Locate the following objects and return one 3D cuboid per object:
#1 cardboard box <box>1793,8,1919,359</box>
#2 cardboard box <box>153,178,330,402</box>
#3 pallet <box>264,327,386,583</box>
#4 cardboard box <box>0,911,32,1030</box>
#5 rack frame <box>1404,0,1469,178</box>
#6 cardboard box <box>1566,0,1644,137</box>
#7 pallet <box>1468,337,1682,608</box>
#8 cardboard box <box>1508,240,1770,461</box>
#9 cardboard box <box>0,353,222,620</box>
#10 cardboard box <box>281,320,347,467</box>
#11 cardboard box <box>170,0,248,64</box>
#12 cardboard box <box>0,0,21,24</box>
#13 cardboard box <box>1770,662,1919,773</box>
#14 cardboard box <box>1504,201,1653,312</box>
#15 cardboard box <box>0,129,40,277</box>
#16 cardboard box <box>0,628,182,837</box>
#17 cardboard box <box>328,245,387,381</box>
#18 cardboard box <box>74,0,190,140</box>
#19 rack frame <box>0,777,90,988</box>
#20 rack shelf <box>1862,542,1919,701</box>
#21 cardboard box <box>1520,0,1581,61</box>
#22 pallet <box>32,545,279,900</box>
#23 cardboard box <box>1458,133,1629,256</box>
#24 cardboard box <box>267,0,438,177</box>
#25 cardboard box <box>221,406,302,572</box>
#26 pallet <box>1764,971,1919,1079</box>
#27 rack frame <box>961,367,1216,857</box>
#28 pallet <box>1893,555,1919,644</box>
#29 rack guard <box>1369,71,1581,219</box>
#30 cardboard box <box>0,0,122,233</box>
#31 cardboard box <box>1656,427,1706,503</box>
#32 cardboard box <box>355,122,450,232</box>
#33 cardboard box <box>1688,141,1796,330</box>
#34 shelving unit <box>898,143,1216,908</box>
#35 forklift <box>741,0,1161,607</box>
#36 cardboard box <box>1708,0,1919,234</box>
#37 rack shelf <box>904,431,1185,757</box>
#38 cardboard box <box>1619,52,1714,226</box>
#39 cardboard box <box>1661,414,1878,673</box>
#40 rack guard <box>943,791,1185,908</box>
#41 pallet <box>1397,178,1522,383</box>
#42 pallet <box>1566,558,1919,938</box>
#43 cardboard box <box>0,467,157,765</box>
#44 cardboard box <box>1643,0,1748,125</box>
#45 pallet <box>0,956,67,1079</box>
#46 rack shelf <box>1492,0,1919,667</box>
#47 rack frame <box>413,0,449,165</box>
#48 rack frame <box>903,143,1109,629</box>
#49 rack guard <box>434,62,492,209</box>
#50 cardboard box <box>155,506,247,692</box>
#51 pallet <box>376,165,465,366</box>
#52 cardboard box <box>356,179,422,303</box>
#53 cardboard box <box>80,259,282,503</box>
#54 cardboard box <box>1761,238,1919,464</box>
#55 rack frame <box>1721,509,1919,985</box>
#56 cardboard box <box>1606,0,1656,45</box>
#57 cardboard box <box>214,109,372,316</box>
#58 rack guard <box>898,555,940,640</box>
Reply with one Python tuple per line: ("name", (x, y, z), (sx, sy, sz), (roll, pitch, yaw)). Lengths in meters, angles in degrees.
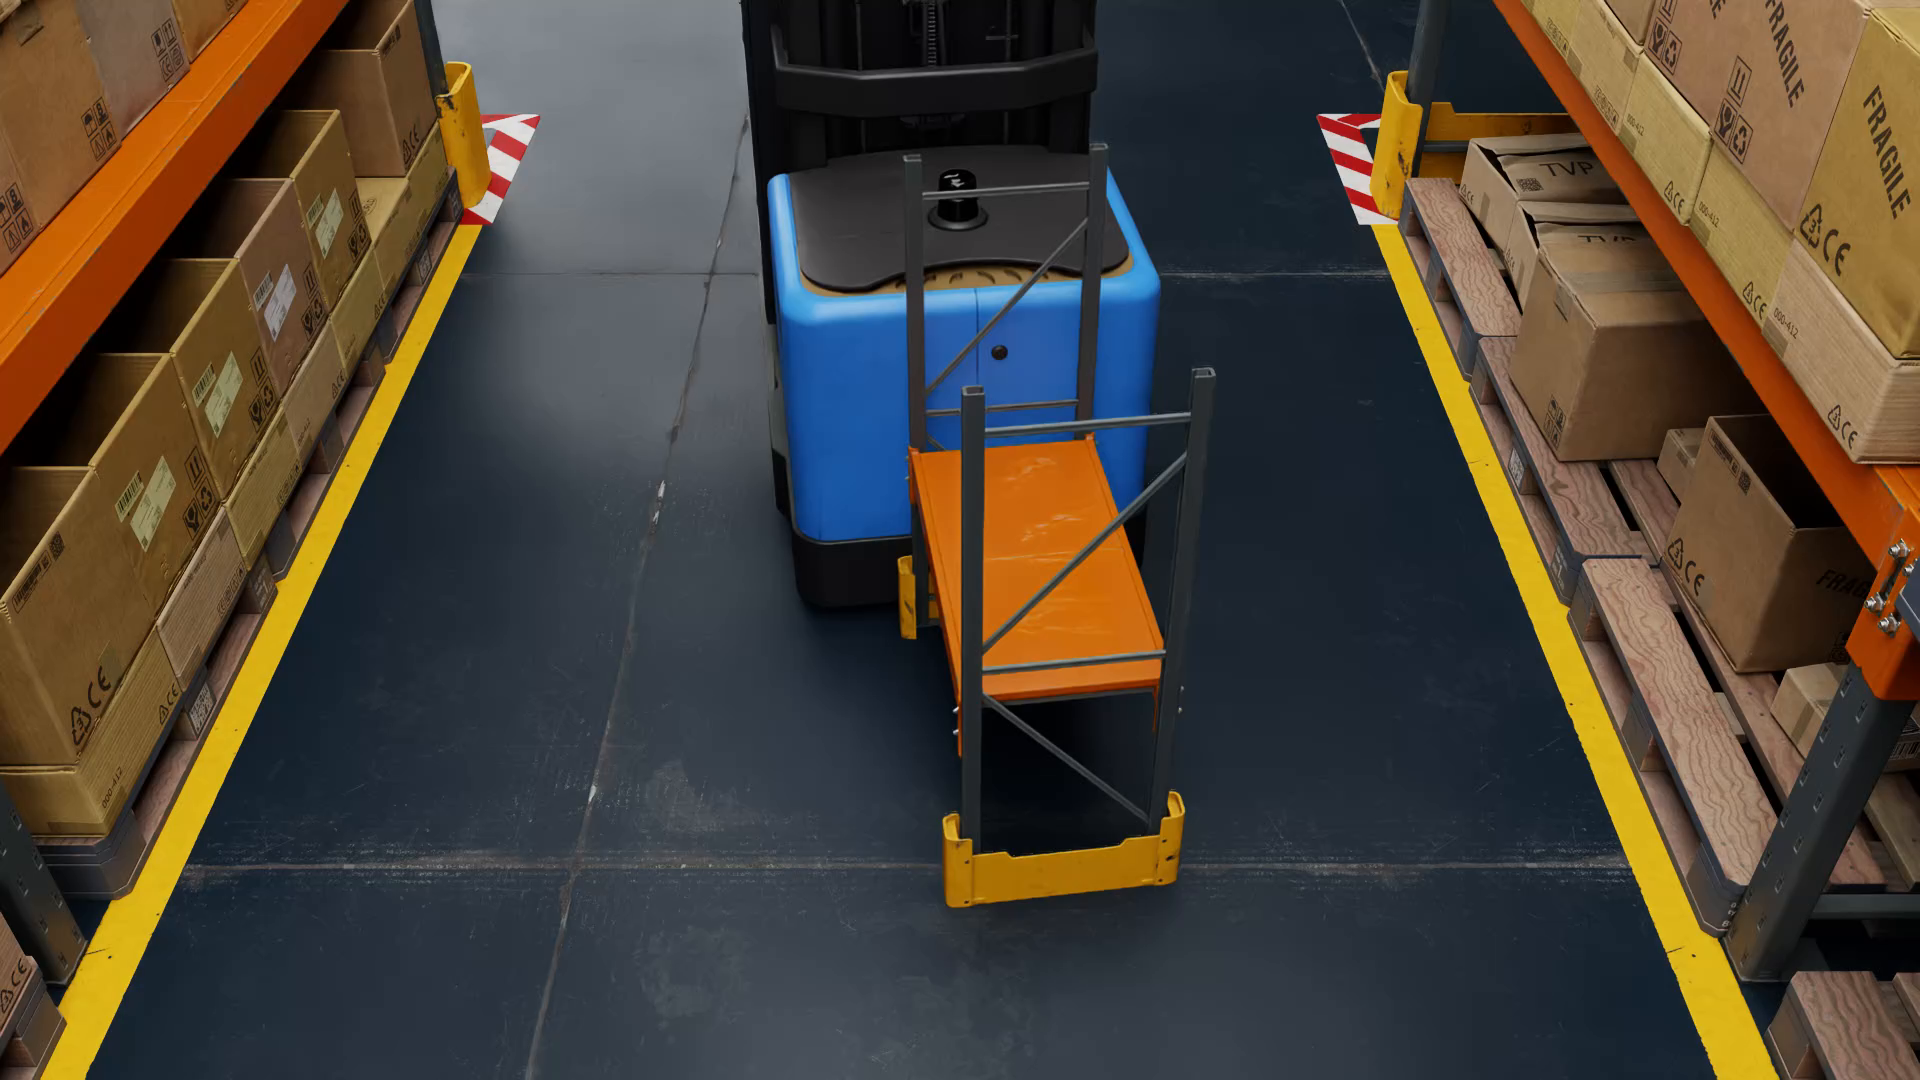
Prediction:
("cardboard box", (2.036, -0.695, 3.222), (0.500, 0.500, 0.500), (0, 39, 0))
("cardboard box", (-2.299, -0.763, 5.067), (0.500, 0.500, 0.500), (0, 39, 0))
("pallet", (-2.571, -0.325, 5.487), (1.003, 0.211, 1.213), (0, 39, 0))
("cardboard box", (-2.318, 1.017, 3.445), (0.500, 0.250, 0.500), (0, 39, 0))
("rack frame", (2.341, -2.659, 6.169), (1.000, 3.000, 0.127), (0, 39, 0))
("cardboard box", (2.032, -1.343, 4.631), (0.500, 0.250, 0.500), (0, 39, 0))
("pallet", (2.305, -0.254, 5.398), (1.003, 0.211, 1.213), (0, 39, 0))
("cardboard box", (2.203, -0.607, 5.256), (0.700, 0.500, 0.500), (-2, 39, -3))
("cardboard box", (-2.304, -0.138, 4.287), (0.500, 0.500, 0.500), (0, 39, 0))
("cardboard box", (-2.303, -0.470, 5.301), (0.500, 0.250, 0.500), (0, 39, 0))
("cardboard box", (-2.625, -1.761, 4.969), (0.700, 0.500, 0.500), (0, 39, 0))
("cardboard box", (-2.417, -1.251, 3.813), (0.380, 0.149, 0.250), (-1, 39, -2))
("cardboard box", (2.315, 0.442, 4.213), (0.380, 0.166, 0.250), (-5, 39, -6))
("cardboard box", (2.253, -0.992, 5.887), (0.500, 0.311, 0.500), (3, 39, 4))
("cardboard box", (-2.622, -0.798, 3.767), (0.700, 0.500, 0.500), (0, 39, -1))
("cardboard box", (-2.305, 0.468, 4.131), (0.500, 0.250, 0.500), (0, 39, 0))
("cardboard box", (-2.302, -0.783, 5.692), (0.500, 0.250, 0.500), (0, 39, 0))
("cardboard box", (-2.620, -1.432, 4.558), (0.700, 0.500, 0.500), (1, 39, 1))
("rack frame", (-2.608, -0.151, 3.040), (1.000, 3.000, 0.127), (0, 39, 0))
("rack shelf", (2.348, 1.374, 1.712), (1.077, 0.370, 4.000), (0, 39, 0))
("cardboard box", (2.034, -1.659, 5.026), (0.500, 0.250, 0.500), (-1, 39, -1))
("pallet", (-2.567, 0.439, 4.533), (1.003, 0.211, 1.213), (0, 39, 0))
("cardboard box", (2.252, -1.348, 6.332), (0.500, 0.311, 0.500), (-4, 39, -5))
("cardboard box", (-2.314, -1.701, 6.237), (0.500, 0.500, 0.500), (0, 39, 0))
("cardboard box", (-2.296, -0.158, 4.911), (0.500, 0.250, 0.500), (0, 39, 0))
("pallet", (2.348, 1.418, 3.312), (1.003, 0.211, 1.213), (0, 39, 0))
("rack frame", (0.252, 0.276, 3.706), (0.500, 1.500, 0.032), (-5, 39, -6))
("pallet", (2.201, 0.396, 2.511), (1.003, 0.211, 1.213), (0, 39, 0))
("rack guard", (2.341, -1.636, 6.891), (1.175, 0.500, 0.348), (0, 39, 0))
("cardboard box", (-2.619, -1.111, 4.158), (0.700, 0.500, 0.500), (1, 39, 1))
("cardboard box", (2.364, -0.217, 5.050), (0.380, 0.149, 0.250), (-3, 39, -4))
("cardboard box", (-2.316, -1.409, 6.472), (0.500, 0.250, 0.500), (0, 39, 0))
("cardboard box", (2.050, -0.714, 3.846), (0.500, 0.250, 0.500), (0, 39, 0))
("shelving unit", (0.183, -0.033, 4.092), (0.587, 1.500, 1.083), (-5, 39, -6))
("forklift", (-0.160, -1.864, 5.232), (1.130, 2.935, 3.031), (-5, 39, -6))
("cardboard box", (2.030, -1.007, 3.612), (0.500, 0.500, 0.500), (0, 39, 0))
("rack shelf", (0.182, 0.102, 4.211), (0.538, 0.185, 1.000), (-5, 39, -6))
("cardboard box", (2.034, -1.029, 4.239), (0.500, 0.250, 0.500), (0, 39, 0))
("cardboard box", (2.305, -0.003, 4.502), (0.500, 0.500, 0.500), (-3, 39, -3))
("rack guard", (0.252, 0.763, 4.098), (0.587, 0.250, 0.087), (-5, 39, -6))
("pallet", (2.307, -1.015, 6.348), (1.003, 0.211, 1.213), (0, 39, 0))
("pallet", (2.310, 0.511, 4.444), (1.003, 0.211, 1.213), (0, 39, 0))
("cardboard box", (-2.295, 0.175, 3.896), (0.500, 0.500, 0.500), (0, 39, 0))
("cardboard box", (2.040, -1.322, 4.005), (0.500, 0.500, 0.500), (-1, 39, -1))
("pallet", (-2.568, 1.397, 3.337), (1.003, 0.211, 1.213), (0, 39, 0))
("rack shelf", (2.343, -1.127, 4.833), (1.077, 0.370, 4.000), (0, 39, 0))
("rack frame", (-2.613, -2.653, 6.162), (1.000, 3.000, 0.127), (0, 39, 0))
("rack frame", (0.112, -0.353, 4.492), (0.500, 1.500, 0.032), (-5, 39, -6))
("rack guard", (-2.613, -1.692, 6.962), (1.175, 0.500, 0.348), (0, 39, 0))
("cardboard box", (-2.301, 0.155, 4.521), (0.500, 0.250, 0.500), (0, 39, 0))
("pallet", (-2.570, -1.086, 6.437), (1.003, 0.211, 1.213), (0, 39, 0))
("cardboard box", (-2.304, -1.096, 6.082), (0.500, 0.250, 0.500), (0, 39, 0))
("cardboard box", (-2.297, -0.450, 4.677), (0.500, 0.500, 0.500), (0, 39, 0))
("cardboard box", (2.042, -0.403, 3.458), (0.500, 0.250, 0.500), (0, 39, 0))
("rack frame", (2.346, -0.157, 3.048), (1.000, 3.000, 0.127), (0, 39, 0))
("cardboard box", (2.039, -1.647, 4.411), (0.500, 0.500, 0.500), (1, 39, 1))
("cardboard box", (-2.299, -1.076, 5.457), (0.500, 0.500, 0.500), (0, 39, 0))
("rack guard", (0.115, 0.146, 4.867), (0.587, 0.250, 0.087), (-5, 39, -6))
